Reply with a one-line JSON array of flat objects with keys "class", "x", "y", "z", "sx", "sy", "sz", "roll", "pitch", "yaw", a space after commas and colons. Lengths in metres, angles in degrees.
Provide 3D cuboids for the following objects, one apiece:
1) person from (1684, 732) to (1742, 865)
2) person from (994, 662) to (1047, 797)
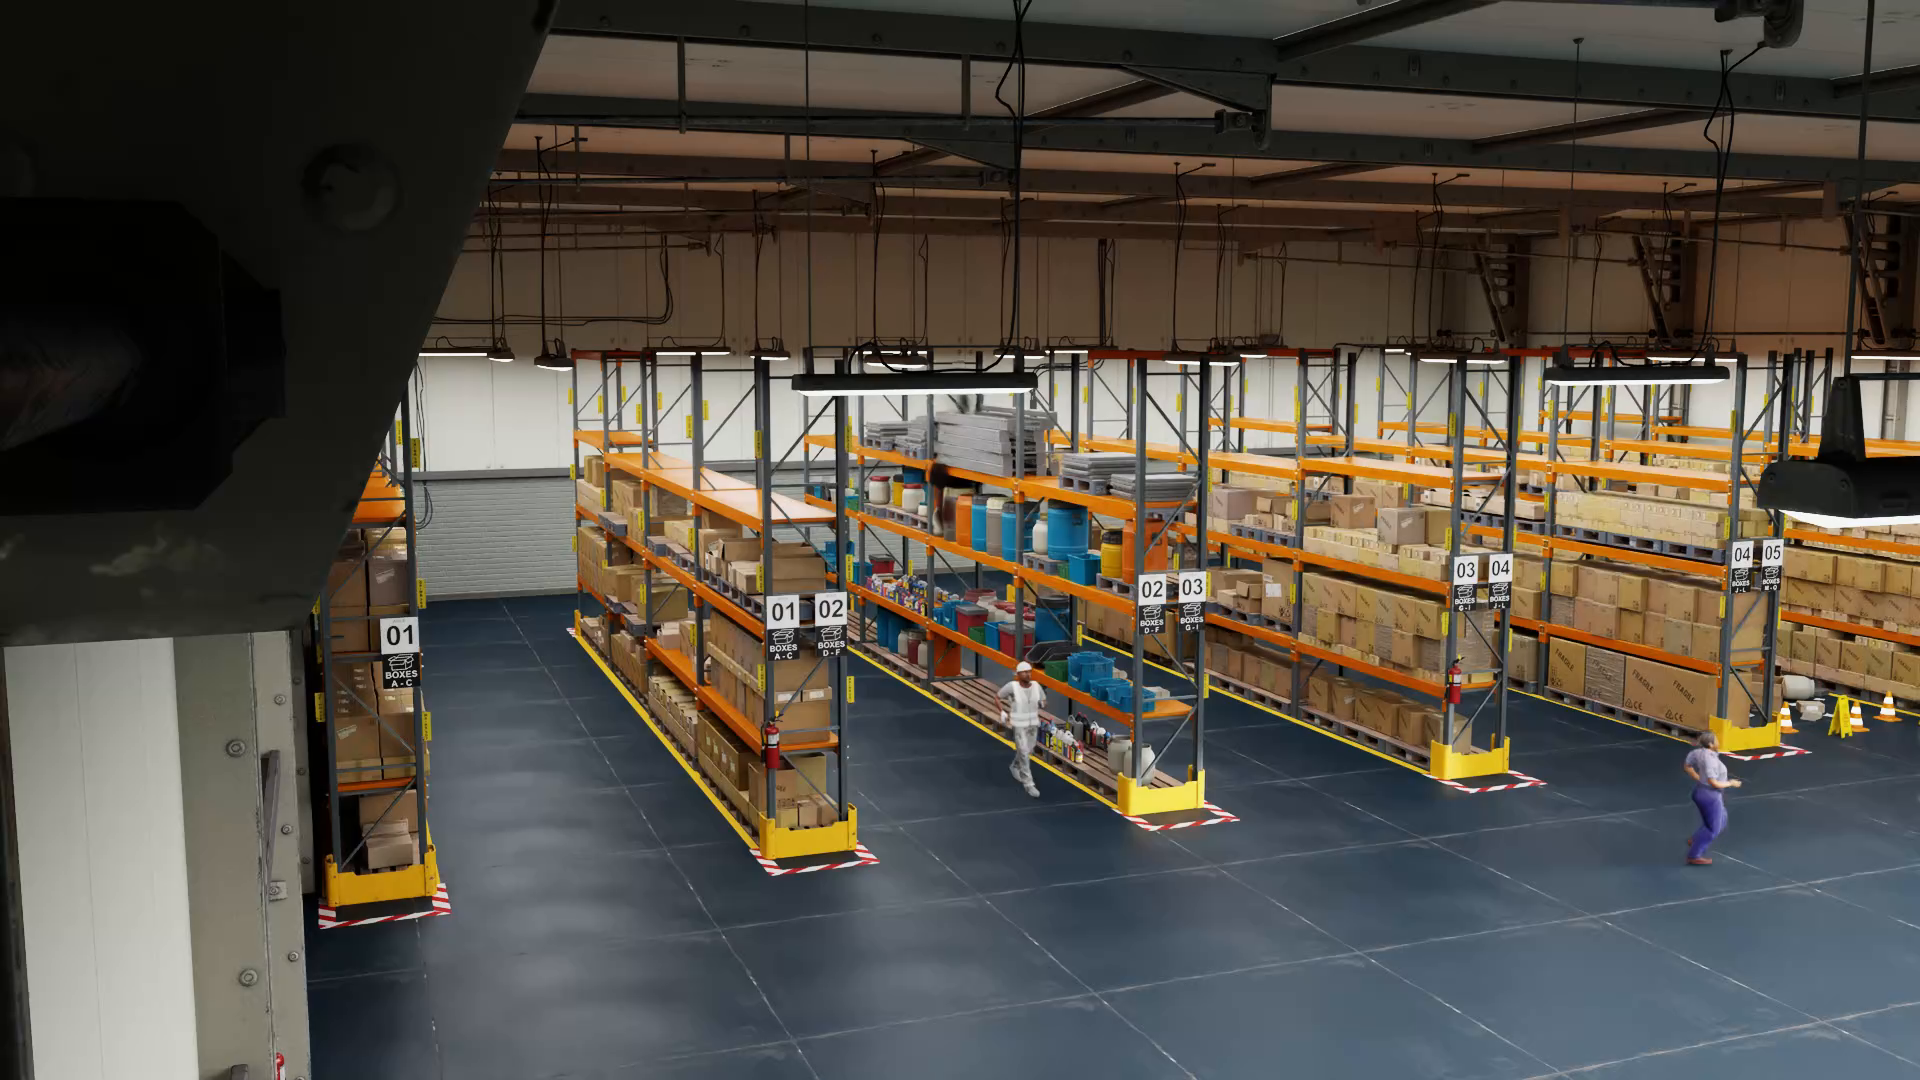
[{"class": "person", "x": 8.978, "y": 3.072, "z": 19.826, "sx": 0.559, "sy": 1.600, "sz": 0.592, "roll": 1, "pitch": 7, "yaw": 7}, {"class": "person", "x": 0.894, "y": 2.562, "z": 22.989, "sx": 0.679, "sy": 1.777, "sz": 0.986, "roll": -4, "pitch": 8, "yaw": -29}]
